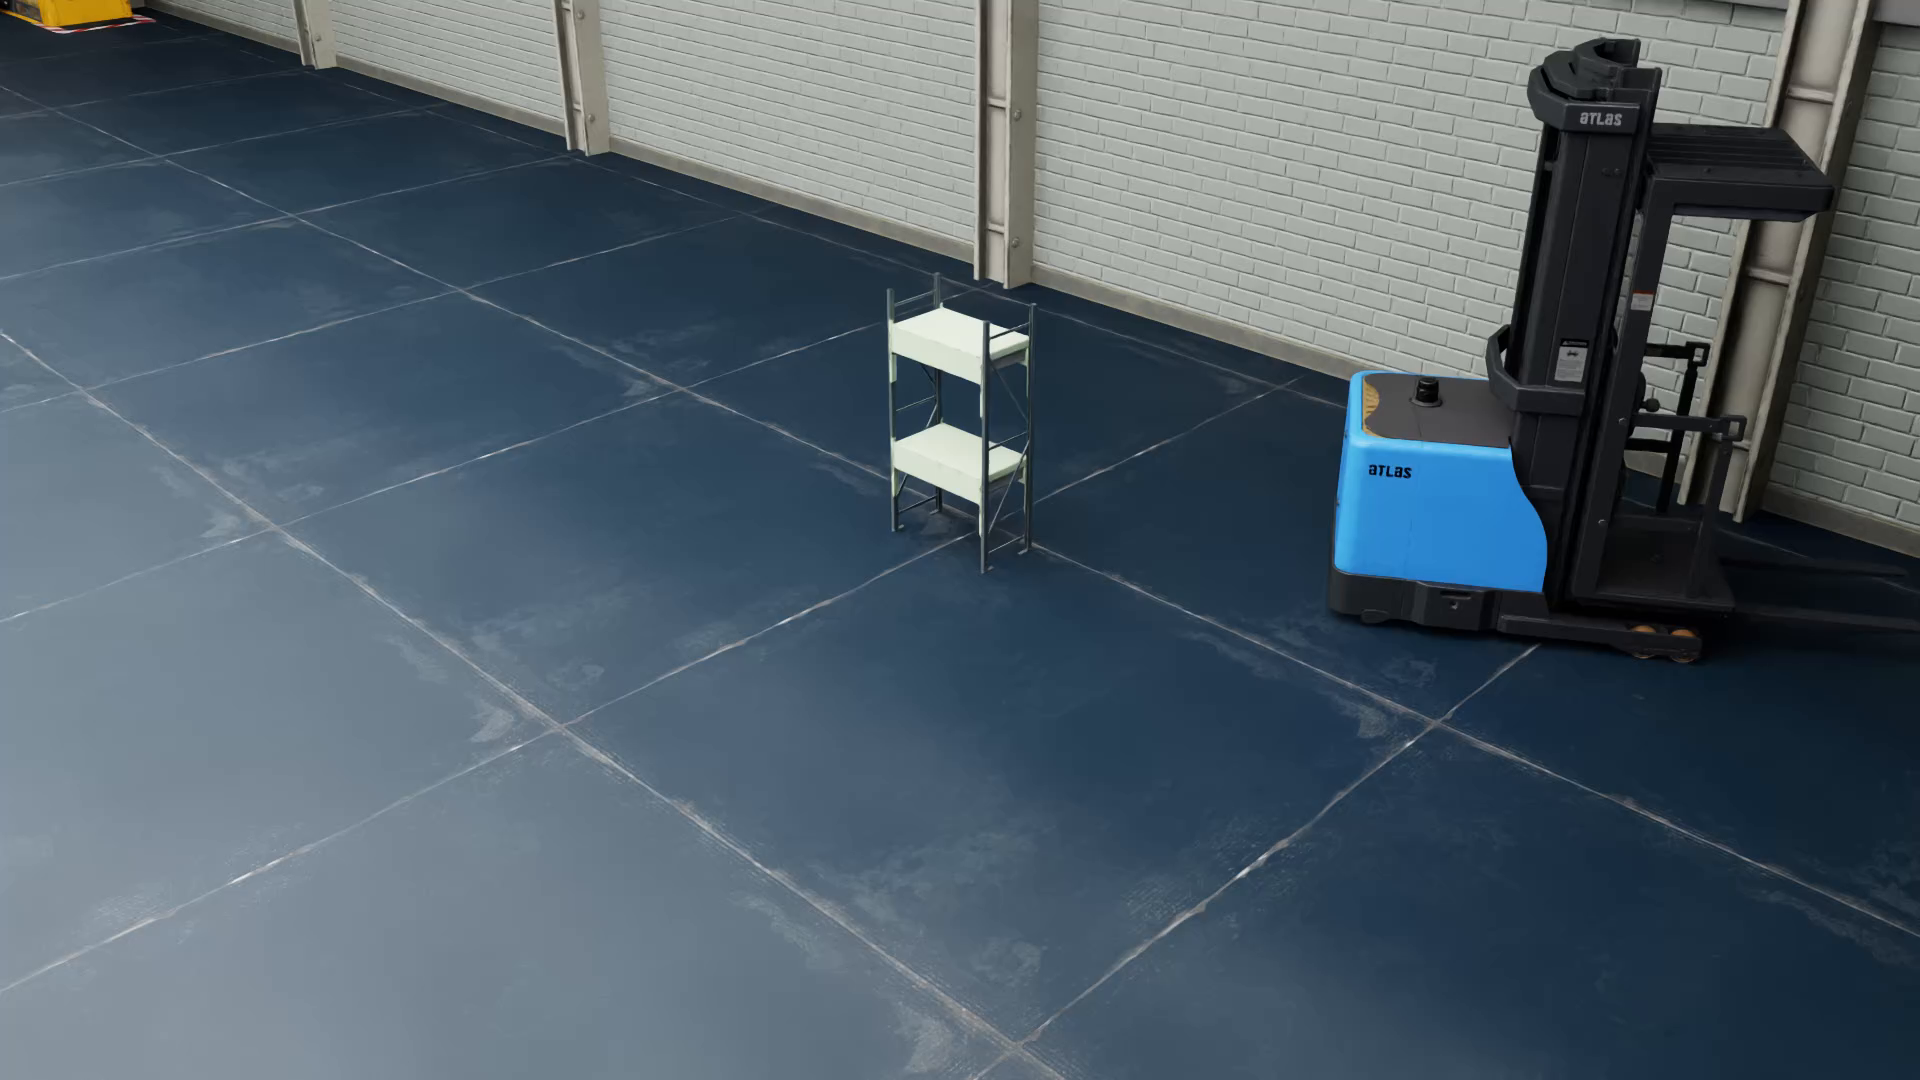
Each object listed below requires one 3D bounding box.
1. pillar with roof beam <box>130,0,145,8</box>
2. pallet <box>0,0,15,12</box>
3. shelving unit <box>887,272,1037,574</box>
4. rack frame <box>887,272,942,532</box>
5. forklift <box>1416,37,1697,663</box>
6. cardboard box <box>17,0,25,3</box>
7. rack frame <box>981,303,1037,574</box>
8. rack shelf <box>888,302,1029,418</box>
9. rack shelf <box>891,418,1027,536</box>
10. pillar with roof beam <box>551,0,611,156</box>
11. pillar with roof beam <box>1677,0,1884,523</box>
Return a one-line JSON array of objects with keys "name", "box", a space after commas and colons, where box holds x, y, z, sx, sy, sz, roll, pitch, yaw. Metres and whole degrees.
[{"name": "pillar with roof beam", "box": [-15.493, -10.600, 20.241, 0.400, 9.000, 9.100, 25, 36, 38]}, {"name": "pallet", "box": [-14.051, -8.247, 25.207, 1.213, 0.211, 1.003, 25, 36, 38]}, {"name": "shelving unit", "box": [0.005, -0.662, 9.397, 0.755, 1.500, 0.431, 25, 36, 38]}, {"name": "rack frame", "box": [-0.256, -0.781, 9.624, 0.023, 1.500, 0.400, 25, 36, 38]}, {"name": "forklift", "box": [3.547, -0.936, 8.381, 3.031, 2.935, 1.121, 6, 28, 11]}, {"name": "cardboard box", "box": [-15.544, -10.533, 25.732, 1.068, 3.350, 6.811, -25, 37, -39]}, {"name": "rack frame", "box": [0.266, -0.542, 9.170, 0.023, 1.500, 0.400, 25, 36, 38]}, {"name": "rack shelf", "box": [0.005, -1.007, 9.215, 0.720, 0.370, 0.431, 25, 36, 38]}, {"name": "rack shelf", "box": [0.005, -0.373, 9.549, 0.720, 0.370, 0.431, 25, 36, 38]}, {"name": "pillar with roof beam", "box": [-6.936, -6.685, 12.794, 0.400, 9.000, 9.100, 25, 36, 38]}, {"name": "pillar with roof beam", "box": [1.621, -2.770, 5.348, 0.400, 9.000, 9.100, 25, 36, 38]}]
